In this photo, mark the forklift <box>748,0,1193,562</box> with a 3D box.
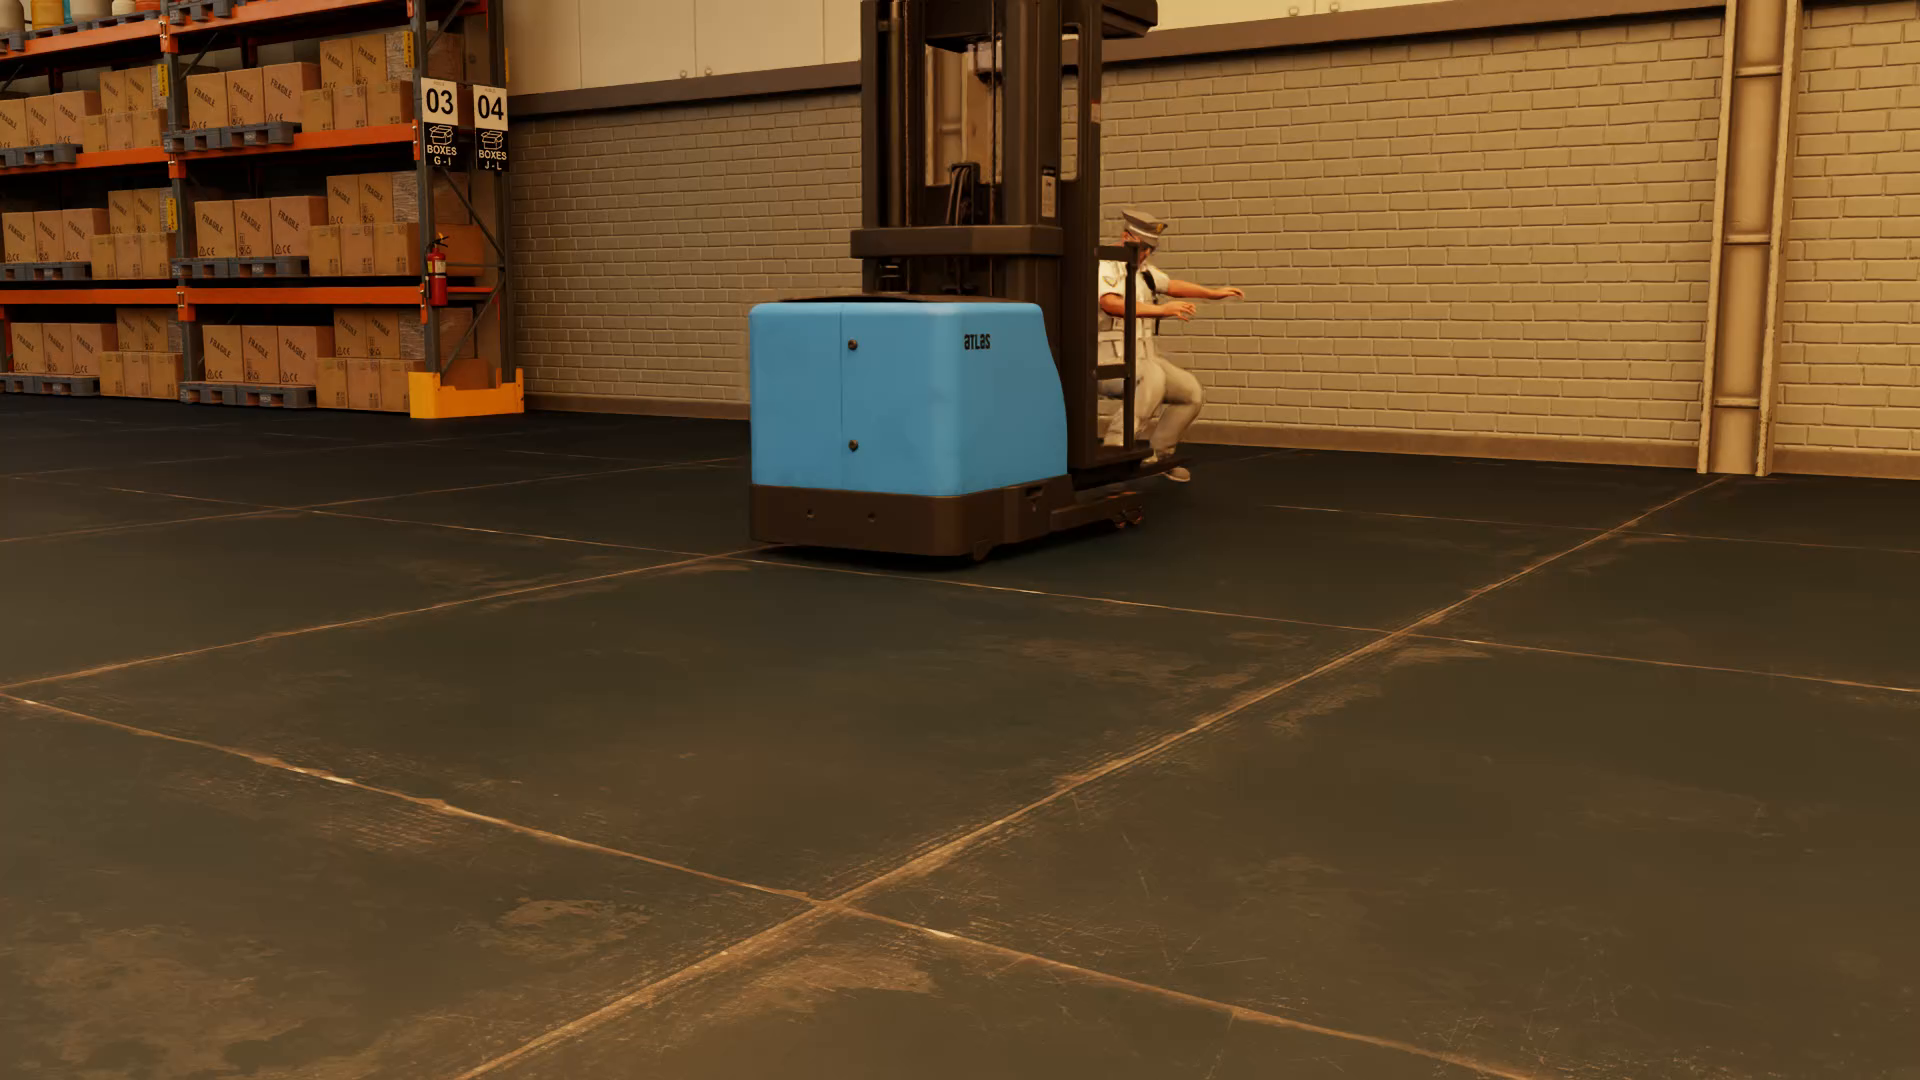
[{"bbox_3d":[0.260,-1.530,7.951,1.130,2.935,3.031,5,9,29],"label":"forklift"}]

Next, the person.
[{"bbox_3d":[1.023,-1.015,9.007,0.735,1.511,1.165,6,10,36],"label":"person"}]
